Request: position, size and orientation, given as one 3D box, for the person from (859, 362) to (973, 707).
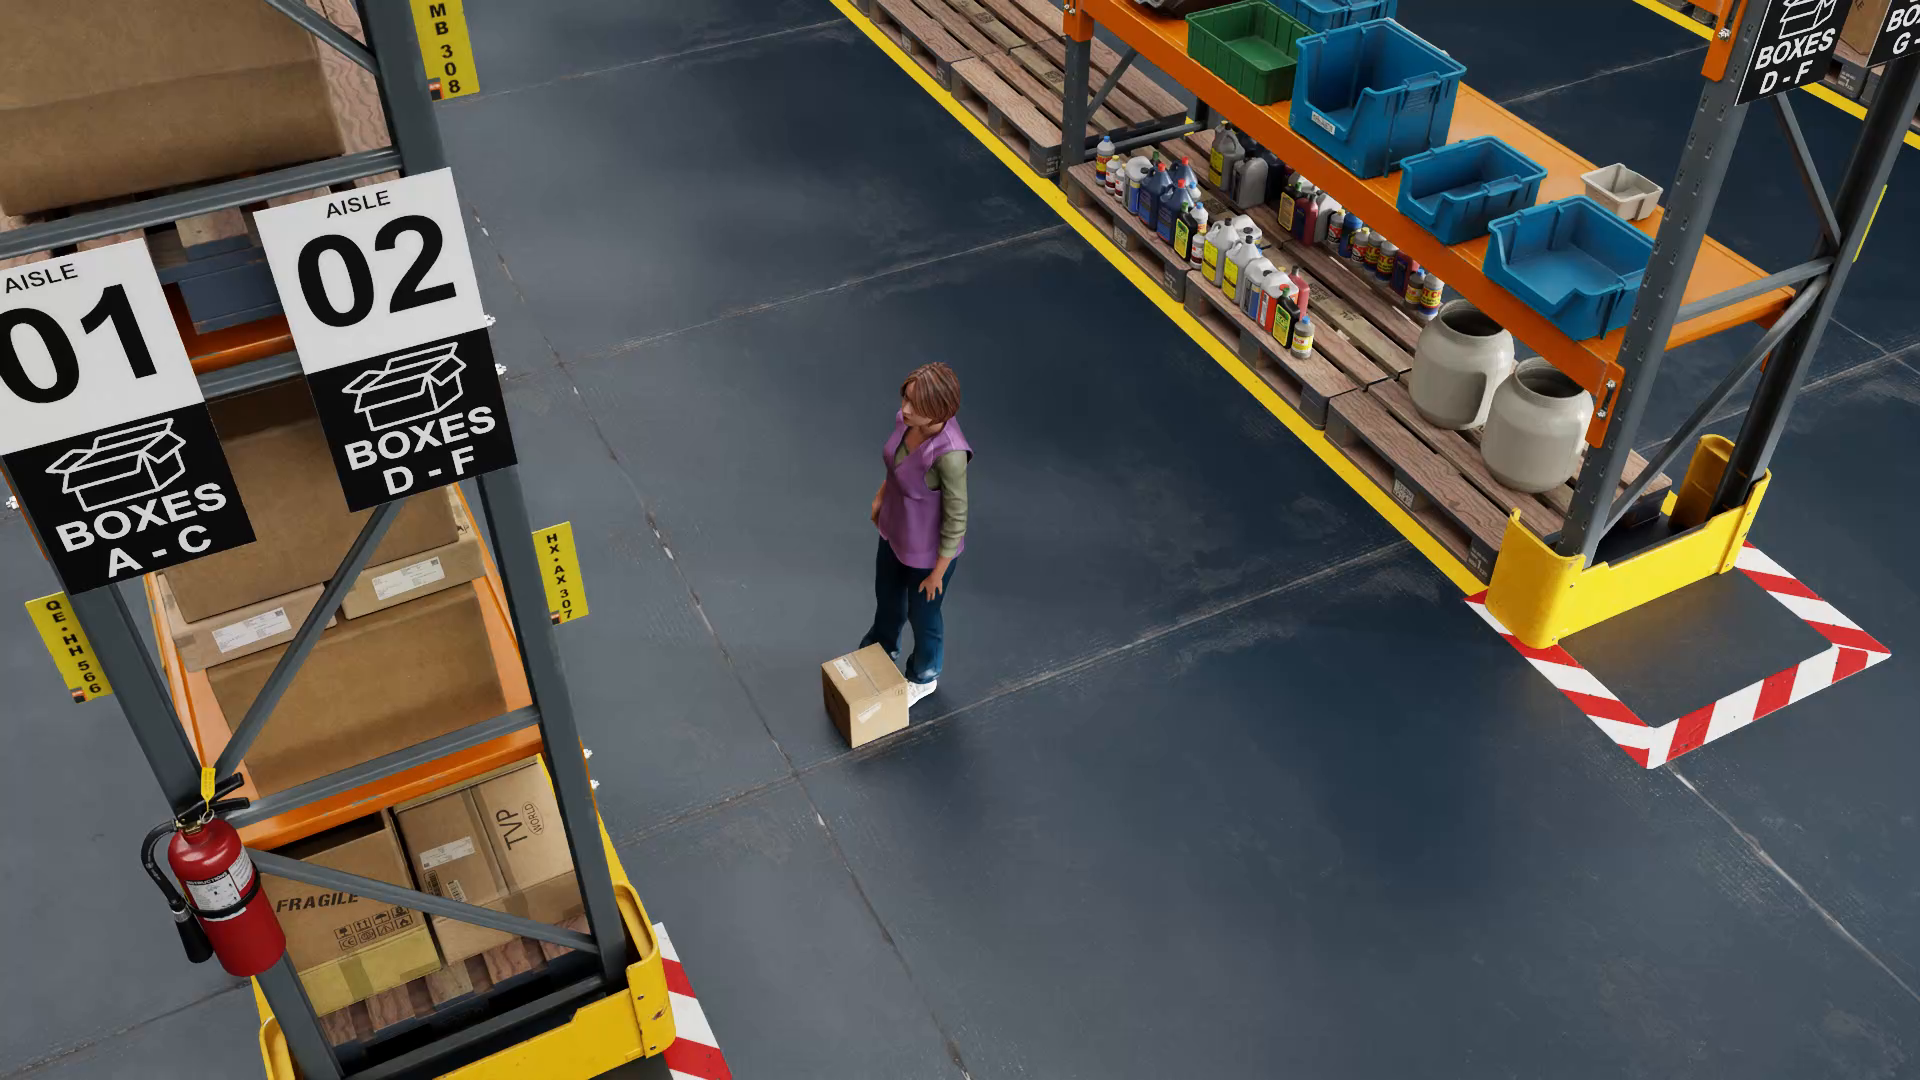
[{"bbox_3d":[-0.221,0.019,6.130,0.475,1.598,0.519,-19,45,-20],"label":"person"}]
